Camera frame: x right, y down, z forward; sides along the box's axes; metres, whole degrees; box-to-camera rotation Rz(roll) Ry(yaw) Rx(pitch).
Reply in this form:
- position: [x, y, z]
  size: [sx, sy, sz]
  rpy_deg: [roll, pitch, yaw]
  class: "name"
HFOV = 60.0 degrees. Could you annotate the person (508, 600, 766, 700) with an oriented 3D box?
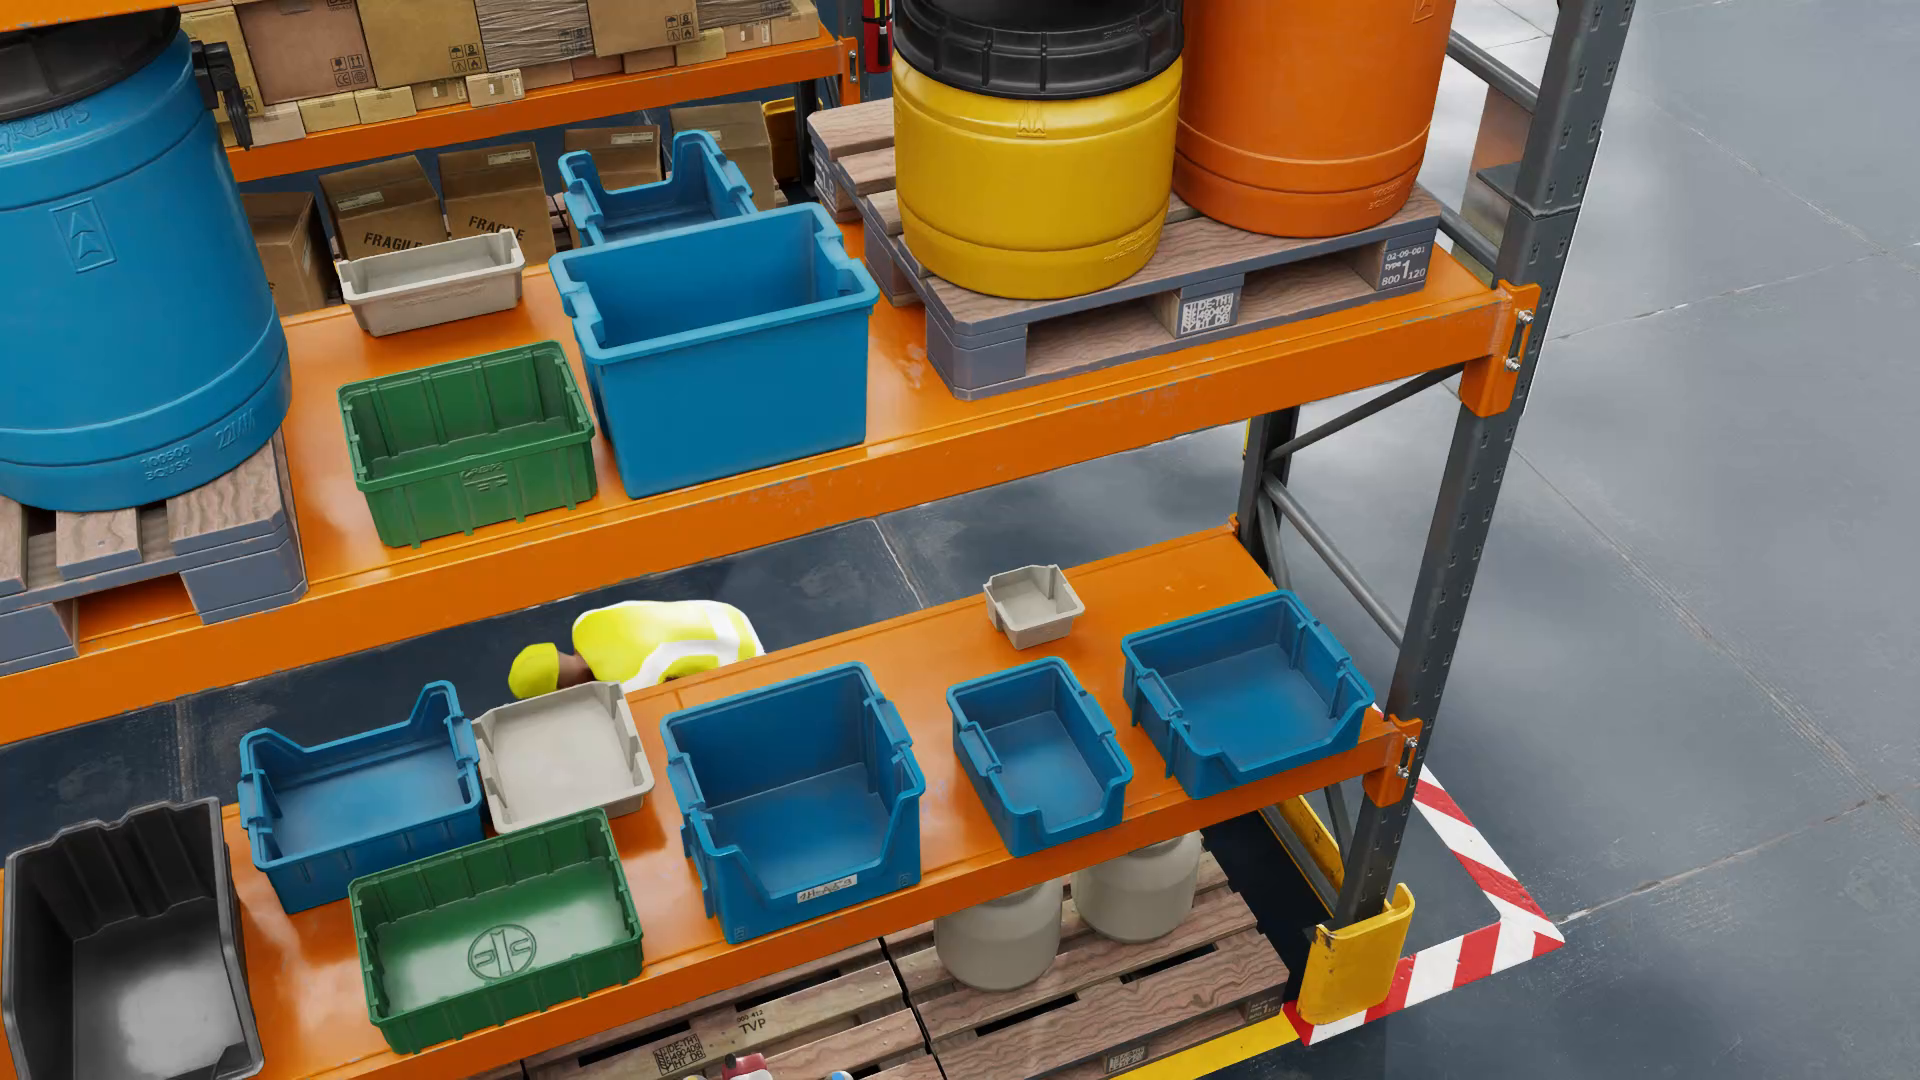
- position: [-1.172, 0.607, 6.239]
  size: [0.937, 0.878, 0.541]
  rpy_deg: [-16, 44, -17]
  class: "person"
